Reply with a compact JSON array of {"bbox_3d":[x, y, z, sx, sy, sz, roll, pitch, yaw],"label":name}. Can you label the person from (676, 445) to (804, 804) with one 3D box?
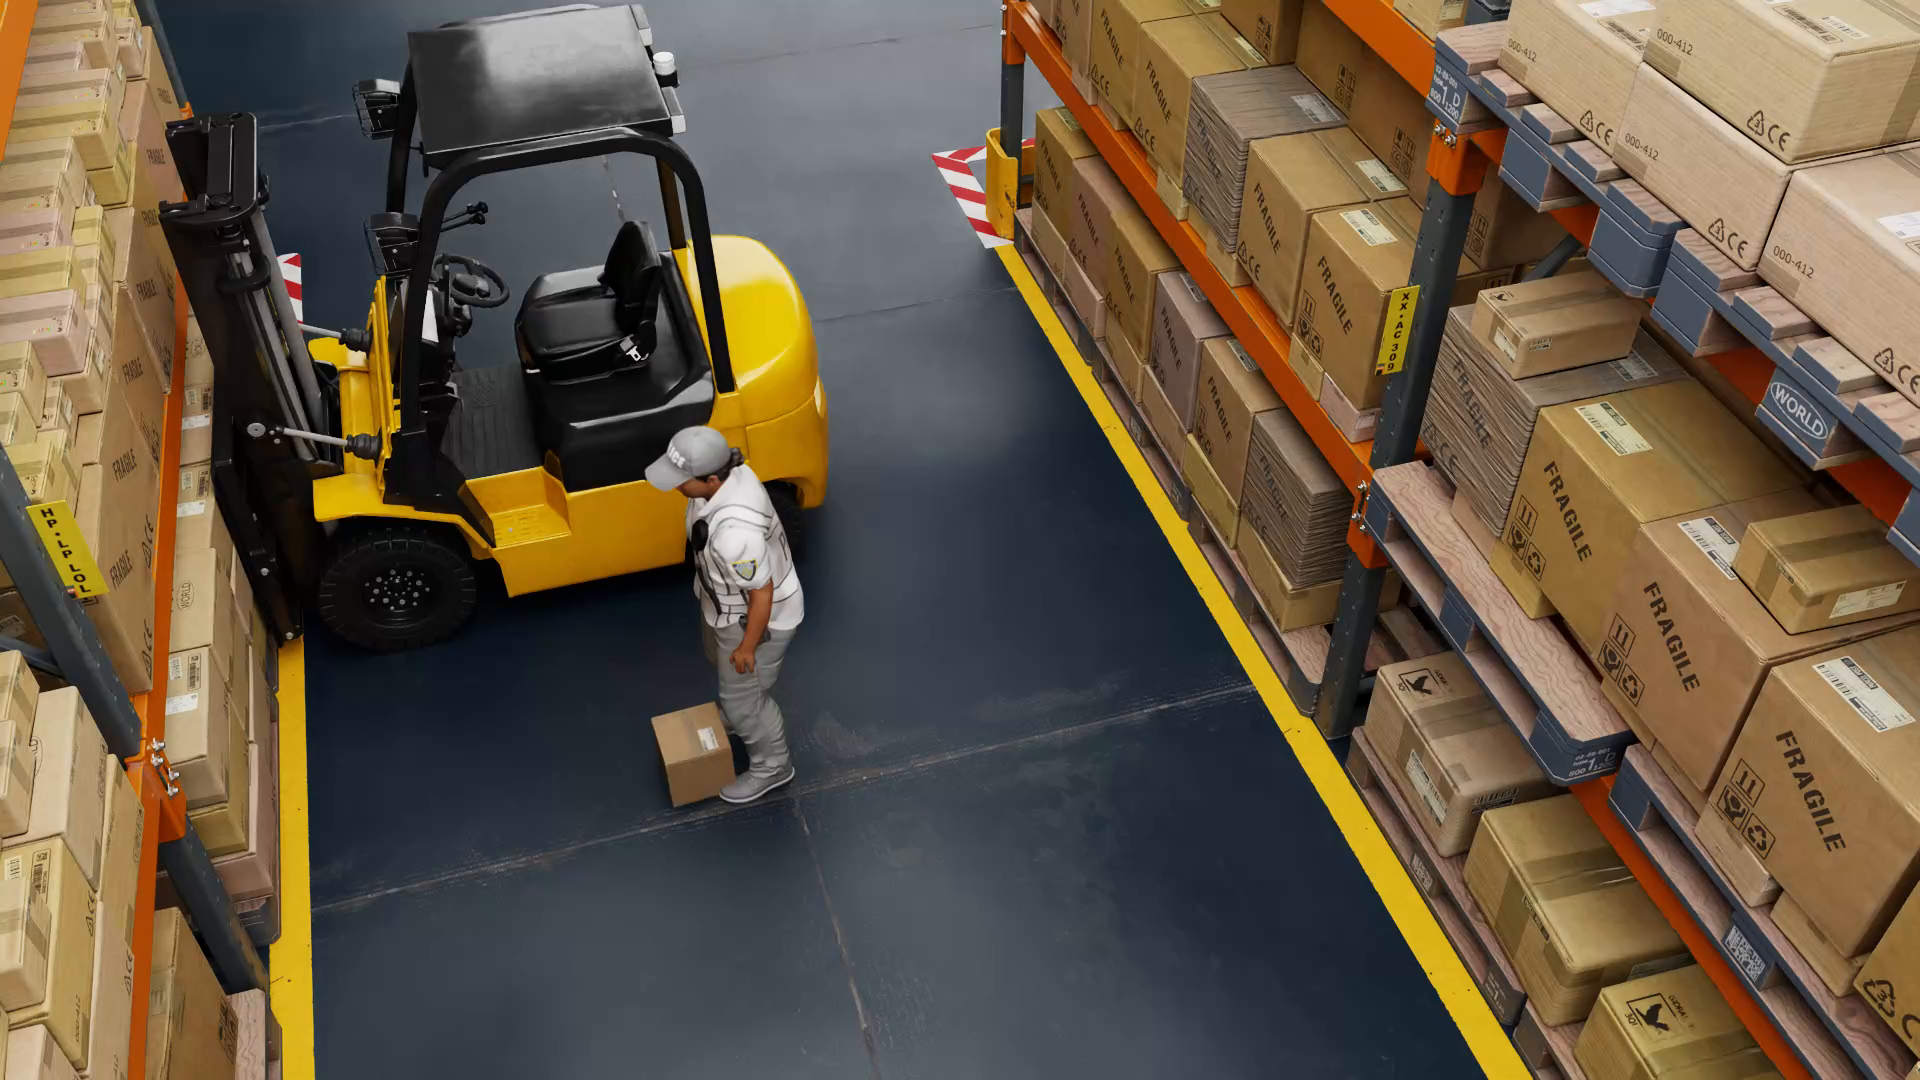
[{"bbox_3d":[-0.775,0.241,5.923,0.401,1.625,0.532,-13,44,-14],"label":"person"}]
